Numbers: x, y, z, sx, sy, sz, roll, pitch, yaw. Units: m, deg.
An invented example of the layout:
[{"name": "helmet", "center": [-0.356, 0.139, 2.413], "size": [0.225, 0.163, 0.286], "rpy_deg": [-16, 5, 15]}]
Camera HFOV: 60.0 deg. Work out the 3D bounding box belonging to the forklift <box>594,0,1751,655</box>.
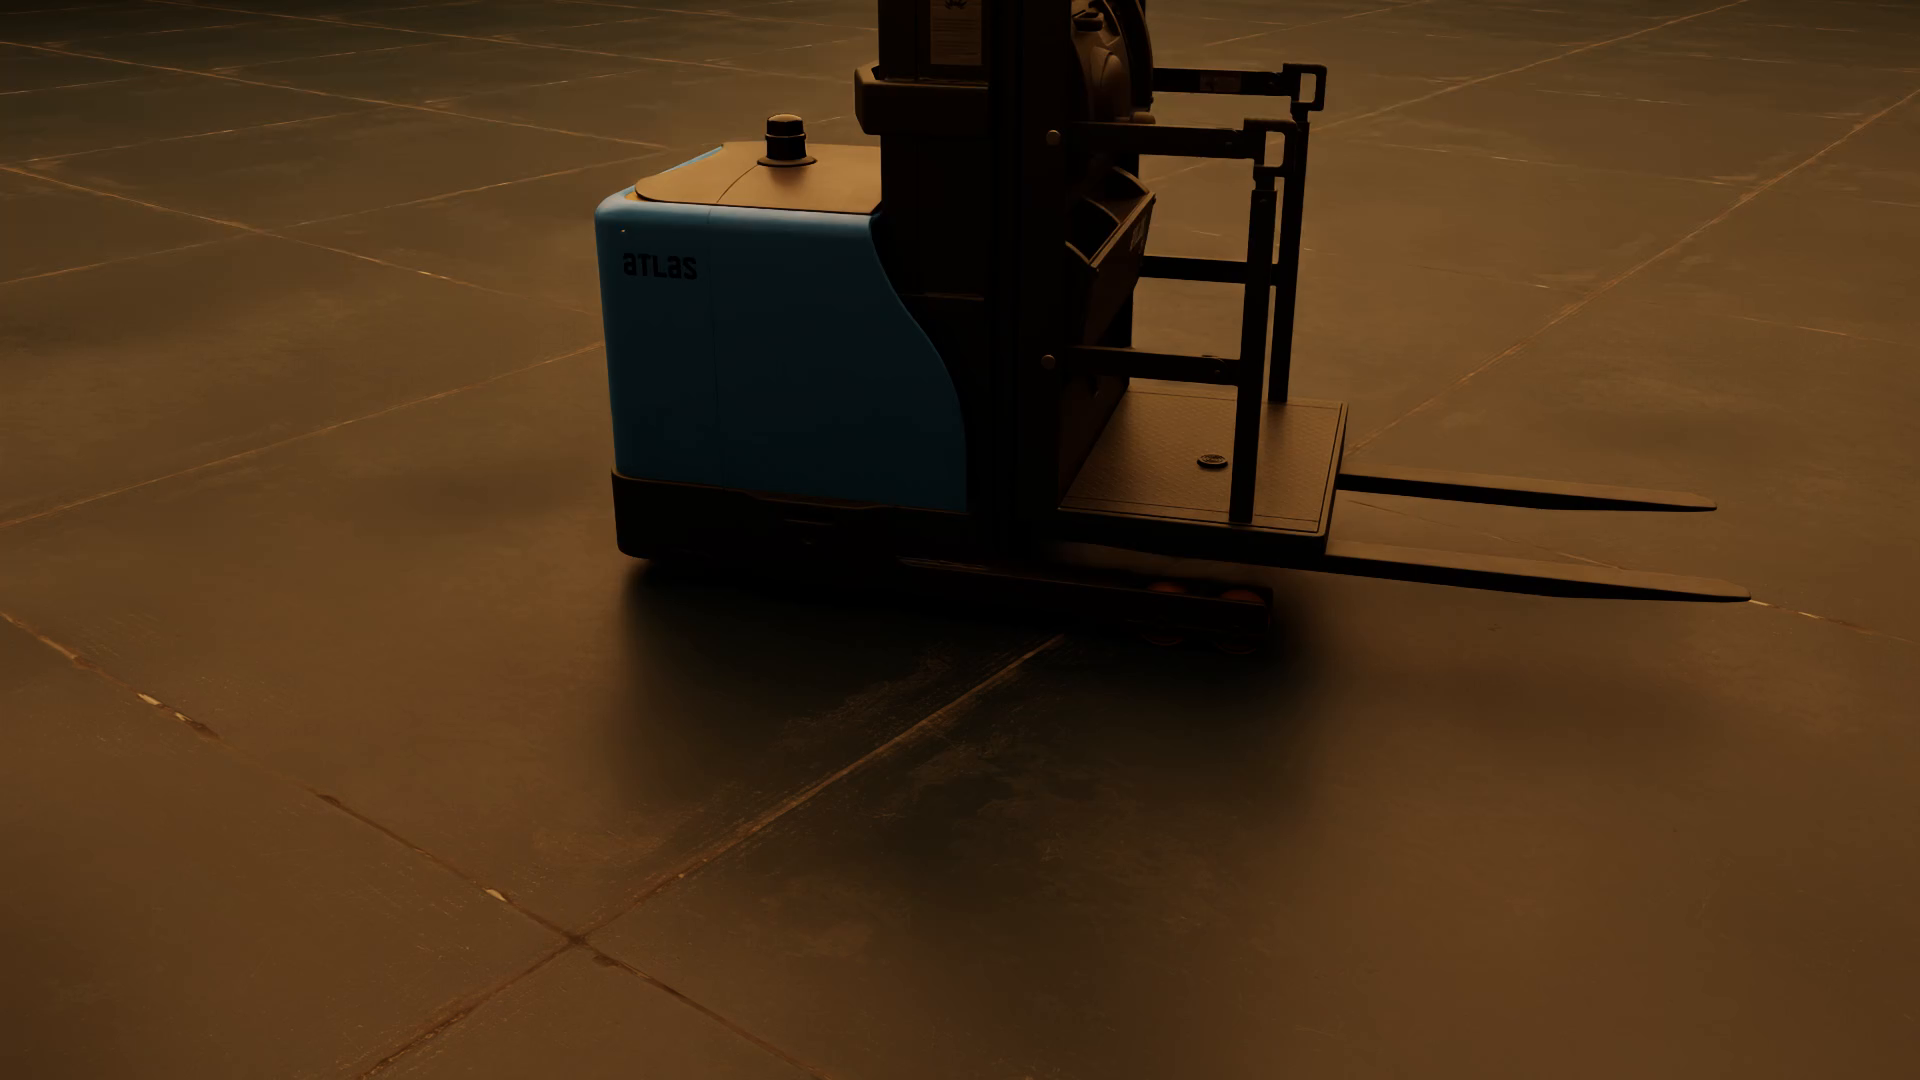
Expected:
[{"name": "forklift", "center": [0.587, -1.281, 4.284], "size": [3.031, 2.935, 1.130], "rpy_deg": [6, 24, 14]}]
